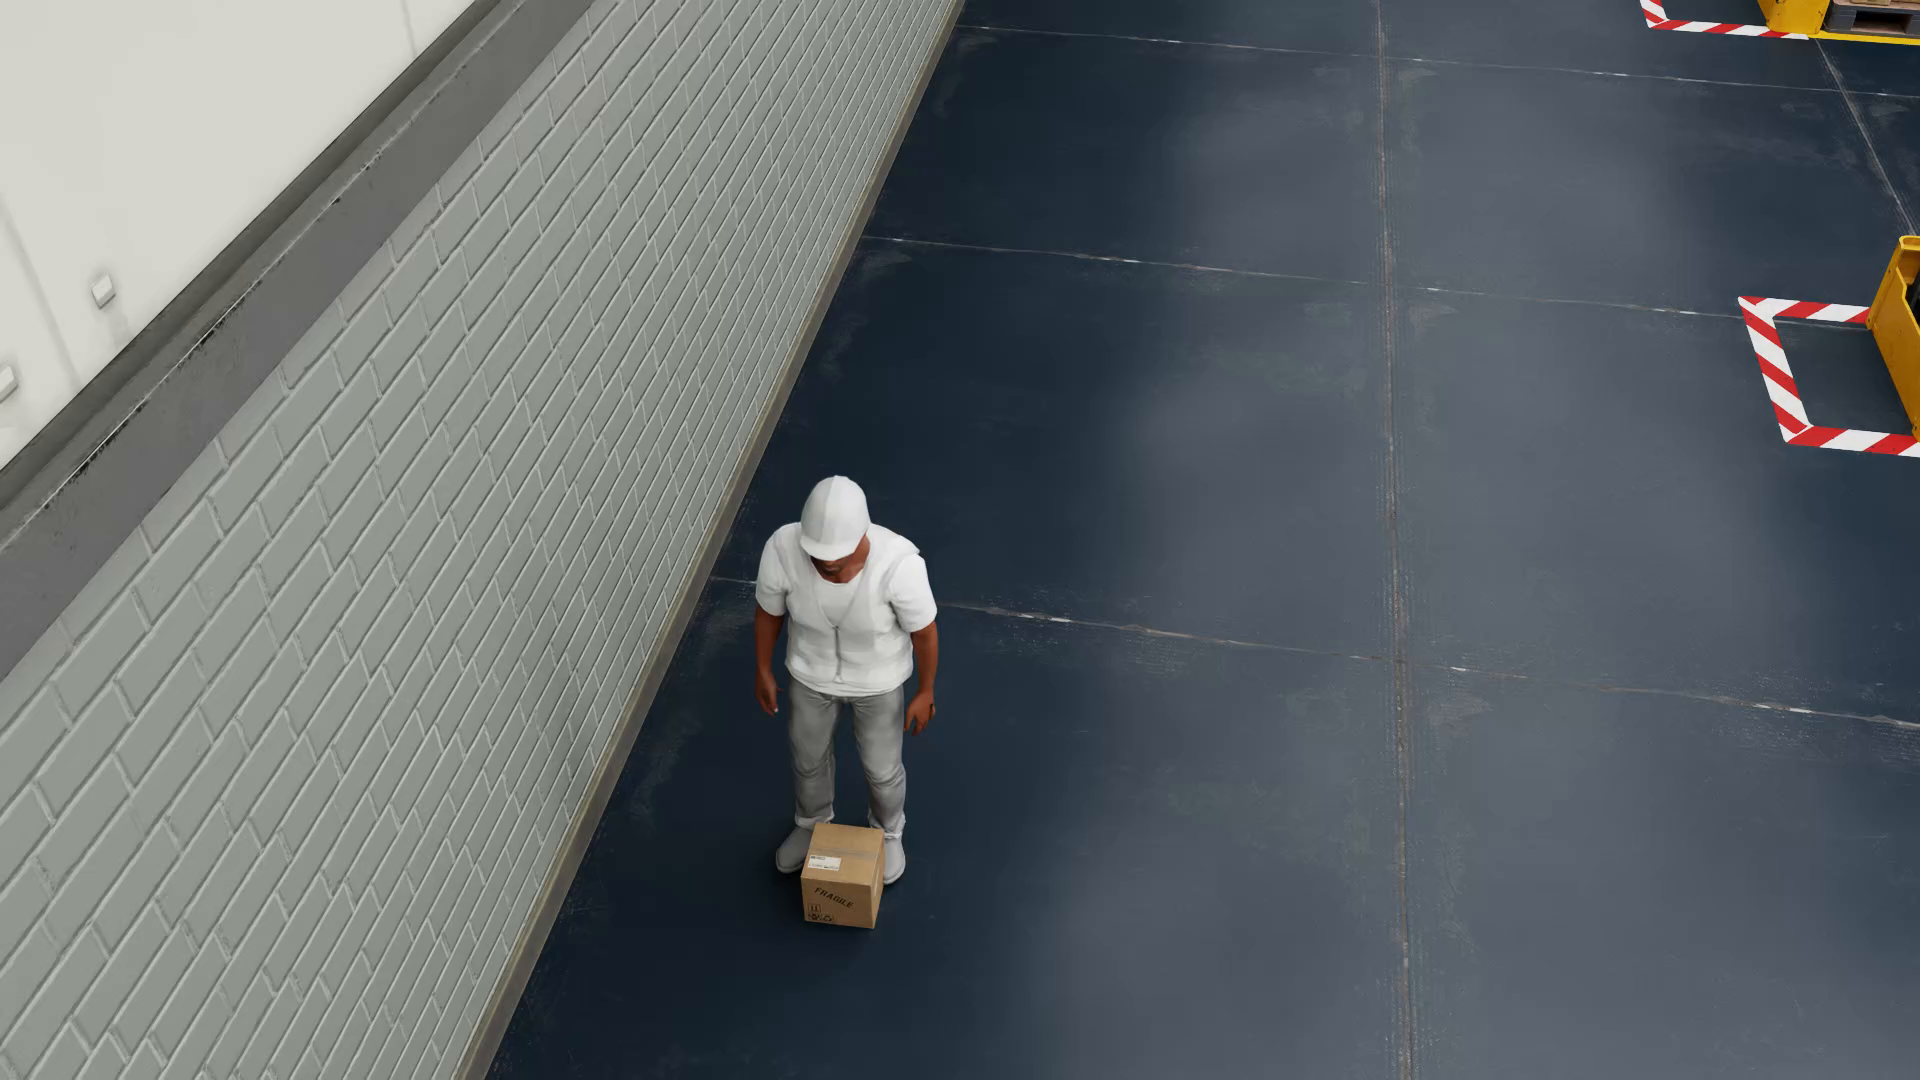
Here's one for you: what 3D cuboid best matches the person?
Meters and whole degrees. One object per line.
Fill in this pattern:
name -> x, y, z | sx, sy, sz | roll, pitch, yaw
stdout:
person -> -0.387, 0.469, 5.590 | 0.628, 1.761, 0.456 | 7, 41, 8
